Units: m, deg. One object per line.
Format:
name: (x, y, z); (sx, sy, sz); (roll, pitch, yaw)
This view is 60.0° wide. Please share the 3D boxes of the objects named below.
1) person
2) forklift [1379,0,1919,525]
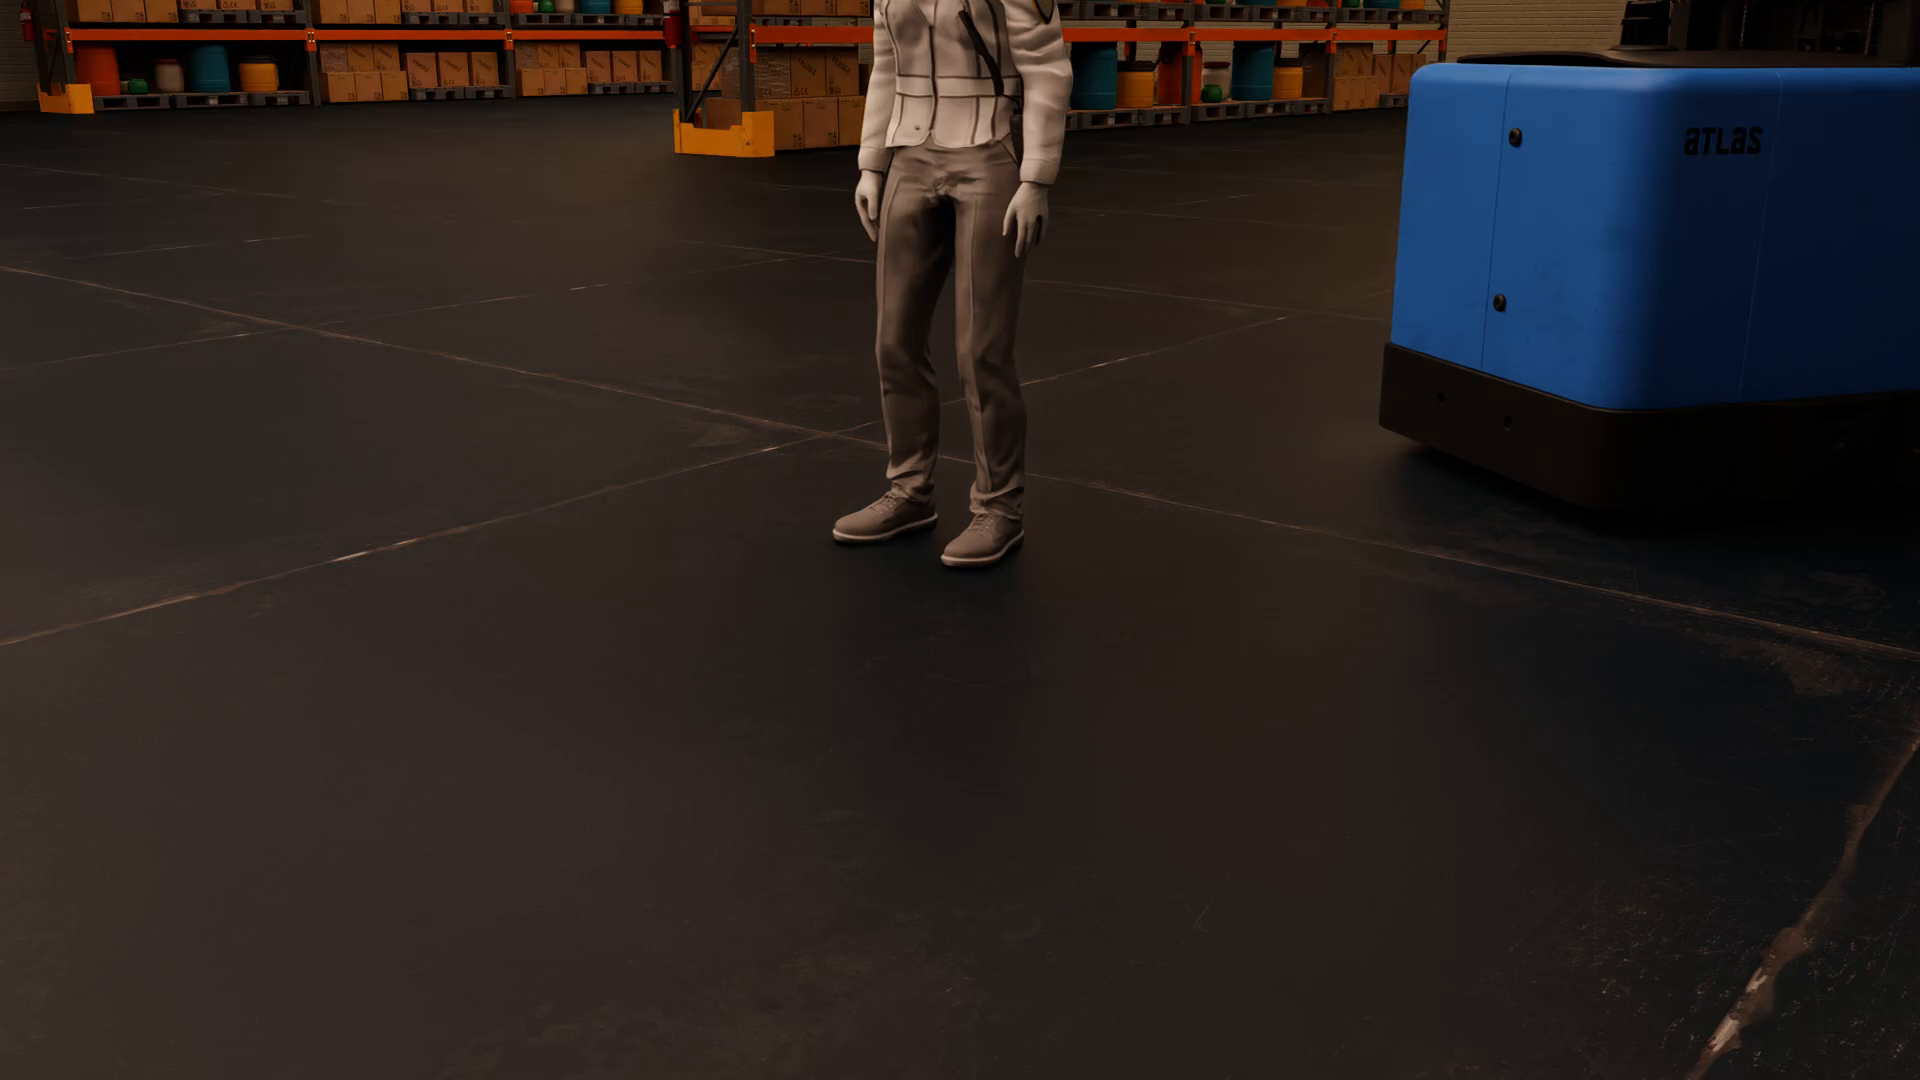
person: (-0.011, -0.786, 3.673); (0.529, 1.663, 0.372); (13, 21, 36)
forklift: (2.781, -1.669, 4.393); (3.031, 2.935, 1.130); (-5, 18, -17)
